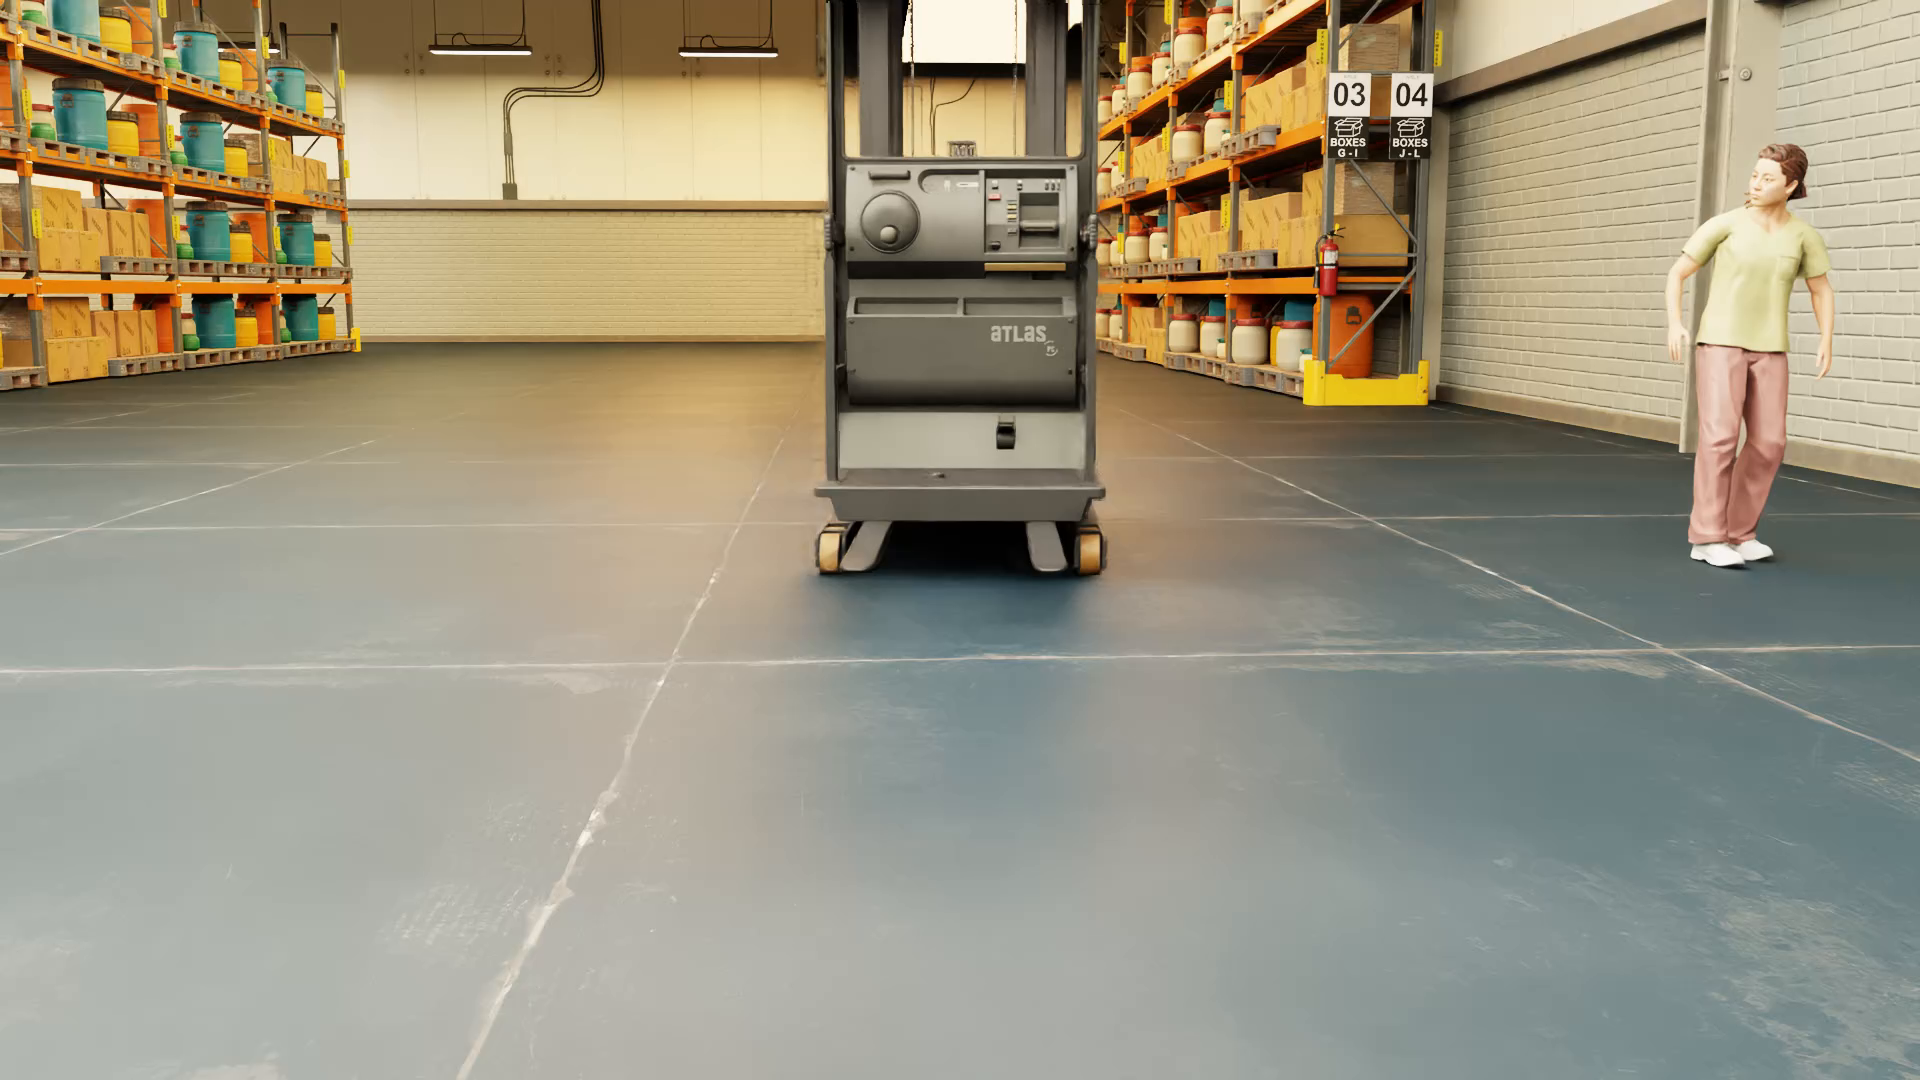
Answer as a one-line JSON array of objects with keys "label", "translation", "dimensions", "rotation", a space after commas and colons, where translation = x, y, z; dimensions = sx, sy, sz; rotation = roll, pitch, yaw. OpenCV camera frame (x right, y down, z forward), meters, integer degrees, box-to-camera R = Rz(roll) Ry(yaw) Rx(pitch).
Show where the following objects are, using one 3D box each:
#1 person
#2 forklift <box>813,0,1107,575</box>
[{"label": "person", "translation": [3.174, -0.734, 6.627], "dimensions": [0.665, 1.655, 0.494], "rotation": [0, 8, 0]}, {"label": "forklift", "translation": [0.006, -1.359, 6.481], "dimensions": [1.130, 2.935, 3.031], "rotation": [0, 8, 1]}]
